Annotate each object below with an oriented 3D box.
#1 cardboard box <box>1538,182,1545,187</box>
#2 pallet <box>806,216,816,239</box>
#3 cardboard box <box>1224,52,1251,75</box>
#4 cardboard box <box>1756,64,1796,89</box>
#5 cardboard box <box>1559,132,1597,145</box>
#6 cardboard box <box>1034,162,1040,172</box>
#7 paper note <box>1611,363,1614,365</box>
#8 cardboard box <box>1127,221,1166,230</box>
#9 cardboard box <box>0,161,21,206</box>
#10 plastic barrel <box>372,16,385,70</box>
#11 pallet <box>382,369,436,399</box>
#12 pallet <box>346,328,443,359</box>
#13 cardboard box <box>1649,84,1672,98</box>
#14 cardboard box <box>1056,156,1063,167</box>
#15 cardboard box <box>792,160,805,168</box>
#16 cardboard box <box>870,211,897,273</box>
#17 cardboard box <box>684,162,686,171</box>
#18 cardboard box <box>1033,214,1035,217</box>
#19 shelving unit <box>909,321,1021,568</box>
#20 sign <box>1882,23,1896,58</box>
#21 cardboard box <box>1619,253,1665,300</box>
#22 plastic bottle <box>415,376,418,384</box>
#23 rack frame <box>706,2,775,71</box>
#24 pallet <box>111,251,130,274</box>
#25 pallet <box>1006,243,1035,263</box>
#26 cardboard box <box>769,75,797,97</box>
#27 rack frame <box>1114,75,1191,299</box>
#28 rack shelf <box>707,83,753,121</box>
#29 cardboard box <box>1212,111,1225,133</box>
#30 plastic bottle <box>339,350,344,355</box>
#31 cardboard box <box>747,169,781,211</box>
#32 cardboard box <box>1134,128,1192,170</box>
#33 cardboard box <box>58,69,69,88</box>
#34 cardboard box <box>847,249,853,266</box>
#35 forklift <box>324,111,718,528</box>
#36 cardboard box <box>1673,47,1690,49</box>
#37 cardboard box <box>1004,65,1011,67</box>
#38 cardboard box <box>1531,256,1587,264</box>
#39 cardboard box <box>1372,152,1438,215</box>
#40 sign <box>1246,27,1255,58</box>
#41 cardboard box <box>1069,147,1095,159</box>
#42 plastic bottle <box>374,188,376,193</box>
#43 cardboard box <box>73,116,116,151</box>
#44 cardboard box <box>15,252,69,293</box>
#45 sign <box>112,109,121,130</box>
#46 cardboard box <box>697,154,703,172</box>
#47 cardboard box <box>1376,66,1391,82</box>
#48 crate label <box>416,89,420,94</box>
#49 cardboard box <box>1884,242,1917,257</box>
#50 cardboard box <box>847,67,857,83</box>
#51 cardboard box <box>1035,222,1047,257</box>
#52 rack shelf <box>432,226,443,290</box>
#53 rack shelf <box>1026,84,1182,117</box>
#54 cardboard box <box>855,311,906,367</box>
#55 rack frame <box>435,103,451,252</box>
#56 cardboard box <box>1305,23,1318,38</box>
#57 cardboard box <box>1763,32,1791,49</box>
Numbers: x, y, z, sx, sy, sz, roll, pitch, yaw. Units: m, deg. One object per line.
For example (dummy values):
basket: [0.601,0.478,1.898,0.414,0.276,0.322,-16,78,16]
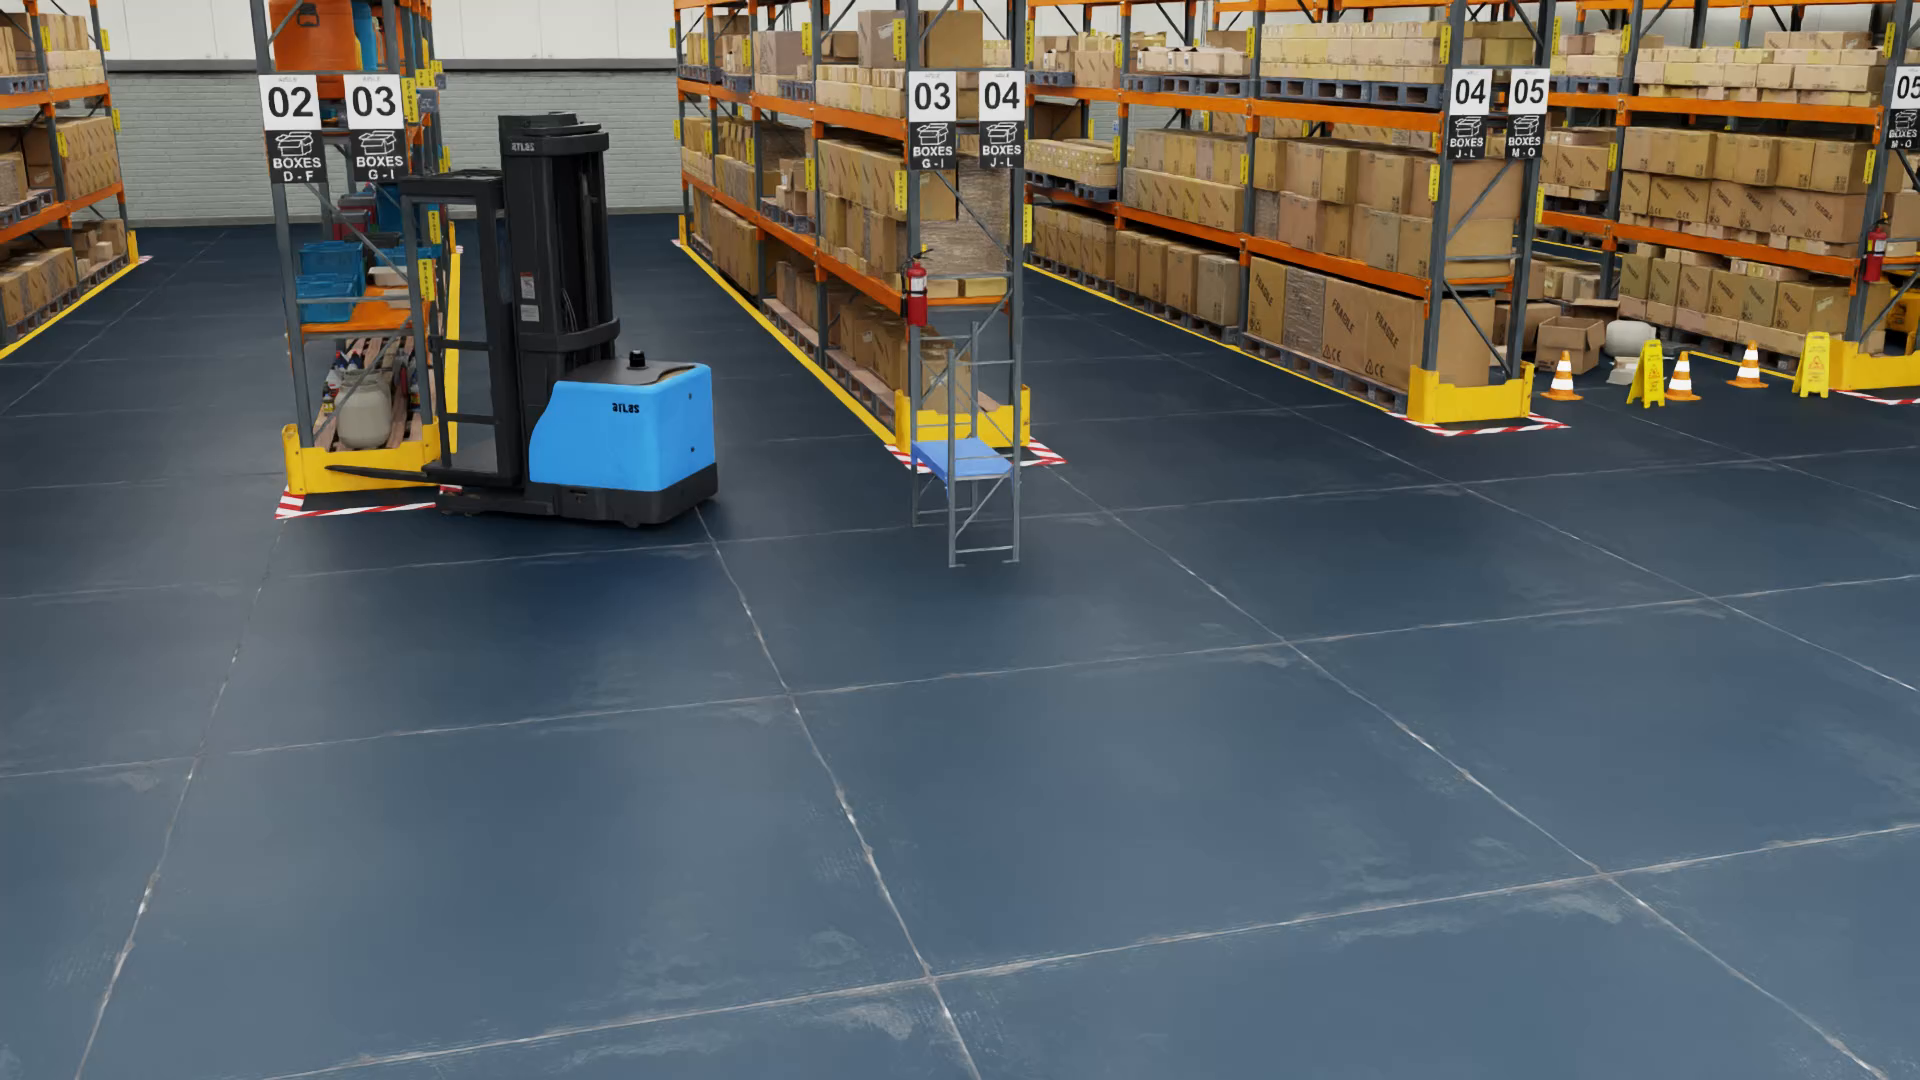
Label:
cardboard box: [7.801,-4.631,21.862,0.380,0.149,0.250,-5,17,-15]
pallet: [-1.124,-3.494,18.703,1.003,0.211,1.213,-5,17,-15]
cardboard box: [3.395,-5.524,19.270,0.500,0.250,0.500,-5,17,-15]
cardboard box: [8.890,-4.950,17.746,0.500,0.250,0.500,-4,17,-14]
cardboard box: [7.929,-5.148,21.328,0.380,0.149,0.250,-5,17,-17]
cardboard box: [1.357,-5.730,25.520,0.380,0.149,0.250,-5,17,-15]
paper note: [7.311,-1.963,18.455,0.148,0.019,0.142,1,17,4]
cardboard box: [2.687,-4.407,23.719,0.500,0.250,0.500,-6,18,-18]
cardboard box: [-12.028,-4.370,20.381,0.700,0.500,0.500,-1,17,-5]
plastic barrel: [-6.898,-5.510,18.996,0.600,0.901,0.600,0,17,0]
pallet: [-5.672,-1.447,16.402,1.003,0.211,1.213,-5,17,-15]
pallet: [-6.408,-2.188,18.869,1.003,0.211,1.213,-5,17,-15]
cardboard box: [8.340,-5.280,19.538,0.380,0.149,0.250,-5,17,-15]
cardboard box: [1.642,-5.585,24.522,0.380,0.149,0.250,-5,17,-16]
cardboard box: [-1.717,-4.426,20.568,0.700,0.500,0.500,-2,17,-7]
cardboard box: [-0.332,-2.730,15.135,0.875,0.500,0.500,-5,17,-15]
cardboard box: [-4.499,-6.367,28.370,0.380,0.149,0.250,-5,17,-16]
cardboard box: [1.420,-5.390,27.872,0.380,0.149,0.250,-5,17,-17]
shelving unit: [0.023,-0.695,11.658,0.538,1.500,1.048,-5,17,-15]
sign: [9.035,-4.862,16.172,0.100,0.325,0.005,-5,17,-15]
cardboard box: [8.377,-3.205,20.155,0.500,0.500,0.500,-4,17,-13]
plastic bottle: [-4.960,-1.365,15.239,0.061,0.283,0.133,-4,17,-14]
rack frame: [-3.252,-8.449,24.437,1.000,3.000,0.127,-5,17,-15]
pallet: [-13.637,-4.323,25.977,1.003,0.211,1.213,-5,17,-15]
pallet: [1.326,-4.787,27.523,1.003,0.211,1.213,-5,17,-15]
cardboard box: [-1.977,-5.401,19.763,0.500,0.250,0.500,-4,17,-14]
rack frame: [2.644,-4.834,22.829,1.000,3.000,0.127,-5,17,-15]
rack shelf: [-2.703,-6.115,23.131,1.077,0.370,4.000,-5,17,-15]
cardboard box: [5.035,-7.837,30.917,0.500,0.500,0.500,-5,17,-16]
plastic bottle: [-6.150,-1.753,16.550,0.097,0.271,0.097,0,17,0]
cardboard box: [-2.527,-4.634,21.992,0.500,0.500,0.500,-4,17,-14]
cardboard box: [2.757,-5.235,22.255,0.700,0.500,0.500,-5,17,-16]
cardboard box: [-12.807,-6.451,23.261,0.500,0.250,0.500,-5,17,-15]
cardboard box: [-0.917,-2.816,16.548,0.380,0.149,0.250,-5,17,-15]
forklift: [-3.460,-1.720,12.583,3.031,2.935,1.130,5,17,17]
cardboard box: [11.483,-7.706,26.227,0.380,0.149,0.250,-5,17,-16]
cardboard box: [1.024,-7.558,26.946,0.500,0.250,0.500,-5,17,-15]
cardboard box: [7.934,-3.625,22.643,0.950,0.372,0.625,-4,17,-13]
cardboard box: [4.538,-3.460,16.120,0.875,0.550,0.550,-5,17,-15]
sign: [3.224,-5.516,18.443,0.100,0.325,0.005,-5,17,-15]
cardboard box: [1.792,-5.581,23.992,0.380,0.149,0.250,-5,17,-15]
plastic bottle: [-7.663,-4.479,21.851,0.061,0.283,0.133,-5,17,-15]
cardboard box: [-13.491,-6.325,25.884,0.500,0.500,0.500,-5,17,-16]
cardboard box: [-12.239,-3.556,22.156,0.500,0.500,0.500,-5,17,-15]
sign: [-13.338,-6.644,26.295,0.100,0.325,0.005,-5,17,-15]
cardboard box: [-3.911,-6.032,26.562,0.500,0.250,0.500,-4,17,-14]
cardboard box: [4.216,-4.462,15.911,0.380,0.149,0.250,-5,17,-15]
crate label: [-4.914,-3.774,14.347,0.502,0.251,0.408,-5,17,-15]
cardboard box: [9.680,-3.030,17.262,0.380,0.149,0.250,-5,17,-15]
cardboard box: [-0.866,-4.447,15.895,0.380,0.149,0.250,-5,17,-16]
cardboard box: [1.492,-4.719,26.062,0.500,0.500,0.500,-4,17,-13]
rack shelf: [-6.366,-3.180,18.575,1.077,0.370,4.000,-5,17,-15]
rack shelf: [2.094,-6.479,24.343,1.077,0.370,4.000,-5,17,-15]
cardboard box: [-0.818,-2.095,17.328,0.500,0.500,0.500,1,17,2]
rack frame: [-9.114,-6.291,27.680,1.000,3.000,0.127,-5,17,-15]
cardboard box: [3.798,-5.265,17.198,0.380,0.149,0.250,-5,17,-15]
cardboard box: [12.112,-7.160,24.283,0.500,0.500,0.500,-5,17,-15]
